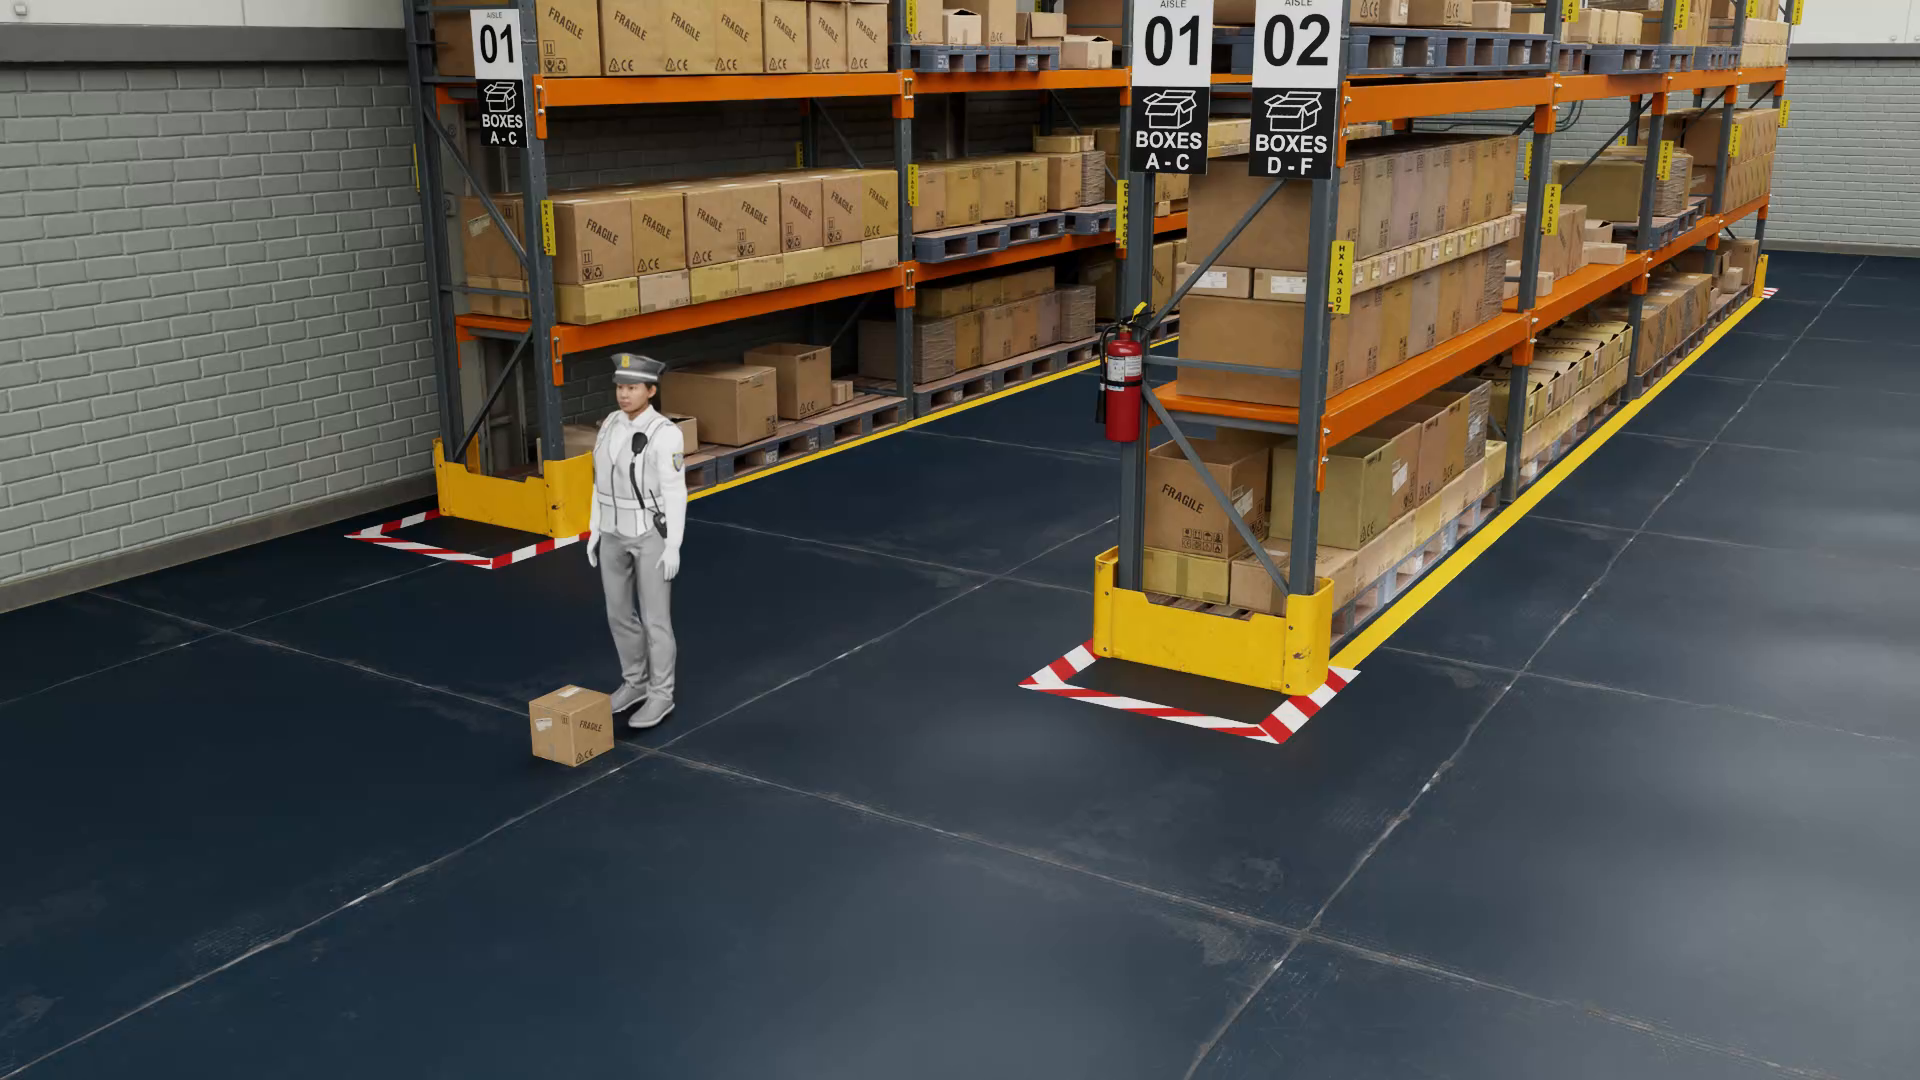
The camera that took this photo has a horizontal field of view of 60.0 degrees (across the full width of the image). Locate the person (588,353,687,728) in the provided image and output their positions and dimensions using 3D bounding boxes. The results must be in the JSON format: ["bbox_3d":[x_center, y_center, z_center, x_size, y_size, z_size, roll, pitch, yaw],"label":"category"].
[{"bbox_3d":[-1.449,0.003,7.459,0.511,1.719,0.363,10,19,30],"label":"person"}]
